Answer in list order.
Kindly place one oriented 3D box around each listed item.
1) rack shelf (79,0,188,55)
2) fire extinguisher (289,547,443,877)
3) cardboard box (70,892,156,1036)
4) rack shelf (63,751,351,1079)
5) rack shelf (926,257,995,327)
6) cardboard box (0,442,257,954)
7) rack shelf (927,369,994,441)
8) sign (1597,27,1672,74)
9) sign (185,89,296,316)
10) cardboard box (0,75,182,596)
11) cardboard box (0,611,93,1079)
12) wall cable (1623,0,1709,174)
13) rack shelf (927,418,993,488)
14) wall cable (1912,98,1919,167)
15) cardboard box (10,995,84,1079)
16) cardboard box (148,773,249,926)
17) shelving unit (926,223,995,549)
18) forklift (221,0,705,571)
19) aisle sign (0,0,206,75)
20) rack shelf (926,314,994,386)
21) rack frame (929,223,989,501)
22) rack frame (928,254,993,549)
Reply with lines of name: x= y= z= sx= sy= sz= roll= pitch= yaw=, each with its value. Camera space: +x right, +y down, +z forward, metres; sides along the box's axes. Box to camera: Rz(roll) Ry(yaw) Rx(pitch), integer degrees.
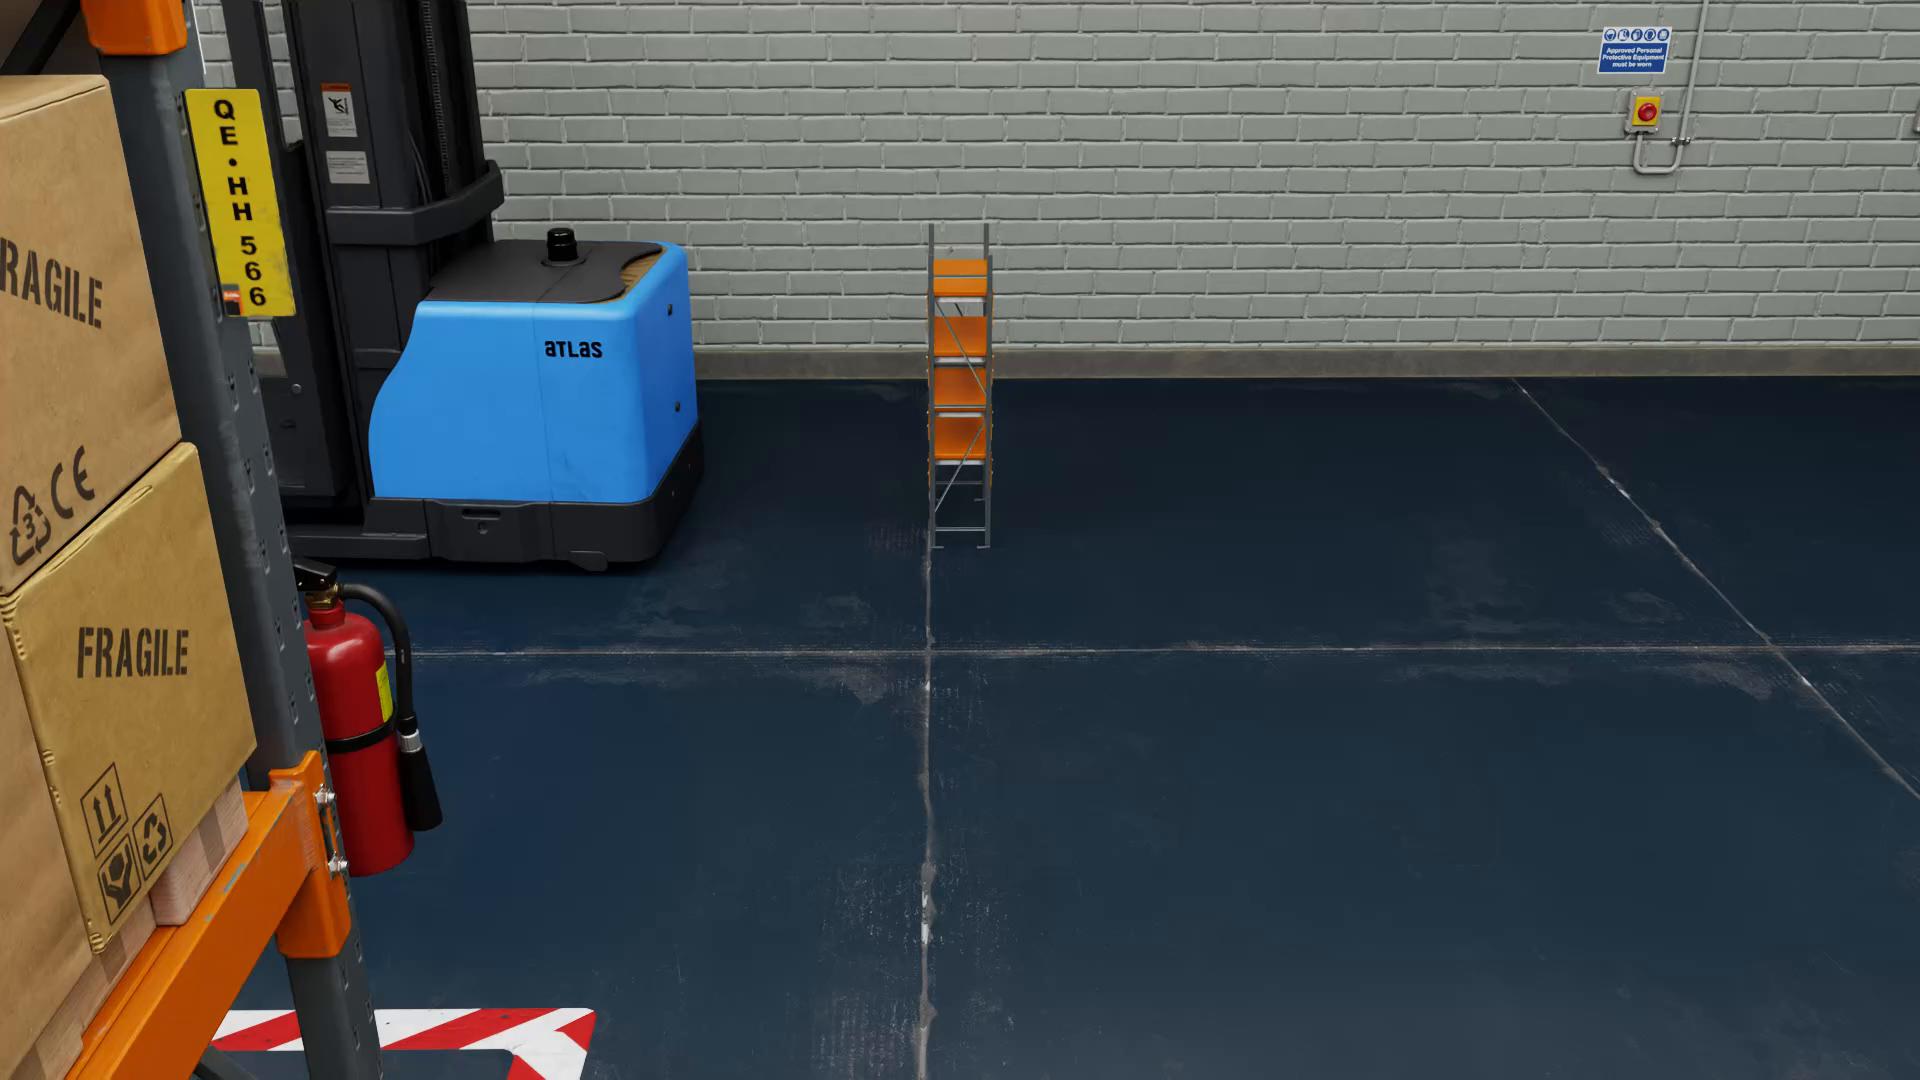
rack shelf: x=-1.560 y=-0.027 z=0.403 sx=1.077 sy=0.370 sz=4.000 roll=0 pitch=24 yaw=-1
fire extinguisher: x=-1.123 y=0.287 z=3.021 sx=0.296 sy=0.674 sz=0.183 roll=0 pitch=24 yaw=-1
cardboard box: x=-1.330 y=0.538 z=2.225 sx=0.380 sy=0.149 sz=0.250 roll=0 pitch=24 yaw=-1
rack shelf: x=-1.560 y=1.340 z=1.021 sx=1.077 sy=0.370 sz=4.000 roll=0 pitch=24 yaw=-1
rack shelf: x=-0.002 y=-0.973 z=6.492 sx=0.258 sy=0.148 sz=0.480 roll=0 pitch=24 yaw=-1
cardboard box: x=-1.319 y=0.191 z=2.206 sx=0.500 sy=0.500 sz=0.500 roll=0 pitch=24 yaw=1
rack shelf: x=-0.002 y=-0.554 z=6.681 sx=0.258 sy=0.148 sz=0.480 roll=0 pitch=24 yaw=-1
sign: x=3.233 y=-2.348 z=7.973 sx=0.327 sy=0.218 sz=0.001 roll=0 pitch=24 yaw=-1
sign: x=-1.027 y=-0.478 z=2.378 sx=0.100 sy=0.325 sz=0.005 roll=0 pitch=24 yaw=-1
cardboard box: x=-1.328 y=-0.261 z=1.992 sx=0.500 sy=0.500 sz=0.500 roll=-1 pitch=24 yaw=-2
cardboard box: x=-1.319 y=0.403 z=1.737 sx=0.500 sy=0.500 sz=0.500 roll=-1 pitch=24 yaw=-1
wall cable: x=3.282 y=-2.677 z=7.757 sx=0.585 sy=1.953 sz=0.123 roll=0 pitch=24 yaw=-1
rack shelf: x=-0.002 y=-0.373 z=6.763 sx=0.258 sy=0.148 sz=0.480 roll=0 pitch=24 yaw=-1
wall cable: x=4.700 y=-2.674 z=7.788 sx=0.588 sy=1.984 sz=0.122 roll=0 pitch=24 yaw=-1
cardboard box: x=-1.313 y=0.641 z=1.997 sx=0.380 sy=0.149 sz=0.250 roll=0 pitch=24 yaw=-1
cardboard box: x=-1.296 y=0.435 z=2.452 sx=0.380 sy=0.149 sz=0.250 roll=0 pitch=24 yaw=0
shelving unit: x=-0.002 y=-0.615 z=6.654 sx=0.258 sy=1.200 sz=0.503 roll=0 pitch=24 yaw=-1
forklift: x=-2.652 y=-1.439 z=6.374 sx=3.031 sy=2.935 sz=1.130 roll=2 pitch=24 yaw=4
aisle sign: x=-1.282 y=-1.028 z=2.228 sx=0.394 sy=0.787 sz=0.004 roll=0 pitch=24 yaw=-1
rack shelf: x=-0.002 y=-0.757 z=6.589 sx=0.258 sy=0.148 sz=0.480 roll=0 pitch=24 yaw=-1
rack frame: x=-0.004 y=-0.715 z=6.876 sx=0.240 sy=1.200 sz=0.015 roll=0 pitch=24 yaw=-1
rack frame: x=0.001 y=-0.514 z=6.431 sx=0.240 sy=1.200 sz=0.015 roll=0 pitch=24 yaw=-1
